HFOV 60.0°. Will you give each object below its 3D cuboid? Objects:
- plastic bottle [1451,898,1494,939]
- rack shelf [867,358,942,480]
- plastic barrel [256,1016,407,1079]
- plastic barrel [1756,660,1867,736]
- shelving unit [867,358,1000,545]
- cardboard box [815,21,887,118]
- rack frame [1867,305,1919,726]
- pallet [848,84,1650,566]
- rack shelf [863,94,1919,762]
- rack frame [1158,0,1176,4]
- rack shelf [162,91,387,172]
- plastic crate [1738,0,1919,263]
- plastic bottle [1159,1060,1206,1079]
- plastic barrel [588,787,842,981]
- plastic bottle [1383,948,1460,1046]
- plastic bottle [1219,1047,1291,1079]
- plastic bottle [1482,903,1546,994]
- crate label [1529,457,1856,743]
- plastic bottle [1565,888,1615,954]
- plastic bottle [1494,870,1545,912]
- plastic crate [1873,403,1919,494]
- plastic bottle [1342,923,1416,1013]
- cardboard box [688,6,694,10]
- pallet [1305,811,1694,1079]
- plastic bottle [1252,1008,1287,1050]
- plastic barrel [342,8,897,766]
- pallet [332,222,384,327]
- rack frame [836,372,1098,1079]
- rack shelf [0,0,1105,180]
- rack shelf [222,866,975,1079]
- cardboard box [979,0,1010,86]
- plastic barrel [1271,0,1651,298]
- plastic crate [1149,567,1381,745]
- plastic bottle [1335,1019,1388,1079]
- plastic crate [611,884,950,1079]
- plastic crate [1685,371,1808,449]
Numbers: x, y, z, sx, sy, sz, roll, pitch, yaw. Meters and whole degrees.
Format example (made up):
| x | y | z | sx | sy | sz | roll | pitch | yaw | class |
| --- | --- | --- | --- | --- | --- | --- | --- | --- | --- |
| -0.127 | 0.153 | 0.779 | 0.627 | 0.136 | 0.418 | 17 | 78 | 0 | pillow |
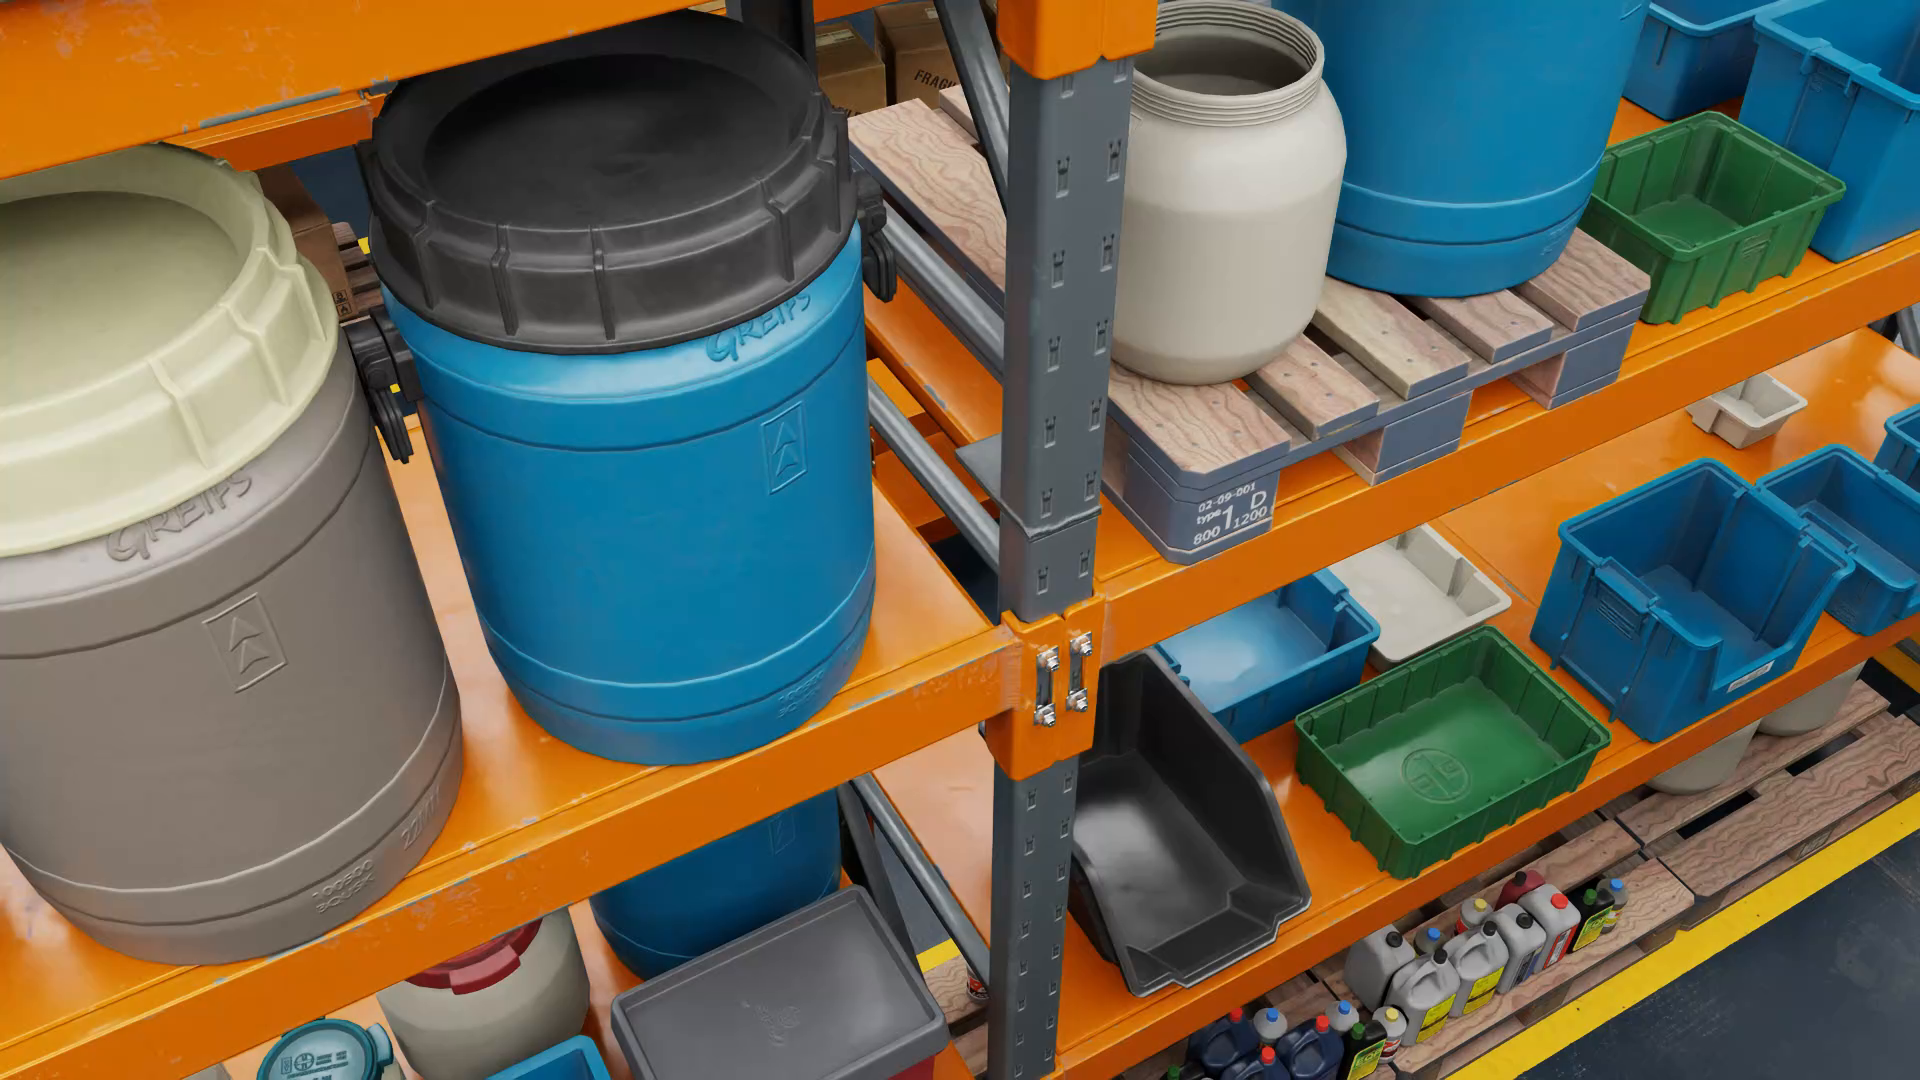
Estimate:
| x | y | z | sx | sy | sz | roll | pitch | yaw | class |
| --- | --- | --- | --- | --- | --- | --- | --- | --- | --- |
| 1.571 | 1.169 | 5.086 | 0.097 | 0.201 | 0.097 | 0 | 44 | 0 | plastic bottle |
| -0.006 | -0.611 | 6.152 | 1.000 | 0.278 | 0.538 | -22 | 48 | -21 | rack shelf |
| -1.316 | 1.174 | 3.486 | 0.301 | 0.262 | 0.301 | 0 | 44 | 0 | plastic barrel |
| 2.844 | 0.387 | 5.683 | 0.421 | 0.512 | 0.421 | 0 | 44 | 0 | plastic barrel |
| -0.006 | -0.401 | 6.356 | 1.048 | 1.125 | 0.538 | -22 | 48 | -21 | shelving unit |
| -0.695 | -2.234 | 8.392 | 0.500 | 0.500 | 0.500 | -18 | 47 | -17 | cardboard box |
| 3.376 | -0.630 | 5.245 | 0.127 | 3.000 | 1.000 | -22 | 48 | -21 | rack frame |
| 0.485 | -0.560 | 3.155 | 1.003 | 0.211 | 1.213 | -22 | 48 | -21 | pallet |
| 1.642 | -0.754 | 3.736 | 4.000 | 0.370 | 1.077 | -22 | 48 | -21 | rack shelf |
| 0.909 | -3.621 | 8.327 | 0.127 | 3.000 | 1.000 | -22 | 48 | -21 | rack frame |
| -4.294 | -1.281 | 6.433 | 4.000 | 0.370 | 1.077 | -22 | 48 | -21 | rack shelf |
| 1.873 | -0.857 | 3.337 | 0.575 | 0.384 | 0.392 | -22 | 48 | -21 | plastic crate |
| 0.616 | 1.536 | 4.648 | 0.133 | 0.283 | 0.061 | -22 | 48 | -21 | plastic bottle |
| -0.578 | 0.529 | 3.691 | 0.708 | 0.901 | 0.600 | -22 | 48 | -21 | plastic barrel |
| 1.347 | 1.308 | 4.834 | 0.185 | 0.351 | 0.144 | -22 | 48 | -21 | plastic bottle |
| 0.814 | 1.521 | 4.615 | 0.185 | 0.351 | 0.144 | -21 | 48 | -20 | plastic bottle |
| 1.650 | 1.211 | 4.989 | 0.135 | 0.276 | 0.152 | -23 | 49 | -22 | plastic bottle |
| 1.915 | 0.159 | 4.407 | 0.616 | 0.435 | 0.502 | -22 | 48 | -21 | crate label |
| 1.910 | 1.140 | 5.056 | 0.133 | 0.283 | 0.061 | -21 | 48 | -20 | plastic bottle |
| 1.716 | 1.096 | 5.102 | 0.133 | 0.283 | 0.061 | -22 | 48 | -21 | plastic bottle |
| 3.091 | -0.222 | 4.932 | 0.616 | 0.251 | 0.499 | -22 | 48 | -21 | plastic crate |
| 1.251 | 1.254 | 4.944 | 0.135 | 0.276 | 0.152 | -22 | 48 | -21 | plastic bottle |
| -1.348 | -2.373 | 7.221 | 0.250 | 0.149 | 0.380 | -22 | 48 | -21 | cardboard box |
| 1.570 | 1.125 | 5.440 | 1.213 | 0.211 | 1.003 | -22 | 48 | -21 | pallet |
| 0.880 | 1.426 | 4.770 | 0.097 | 0.271 | 0.097 | 0 | 44 | 0 | plastic bottle |
| -0.425 | -0.191 | 2.279 | 0.708 | 0.901 | 0.600 | -22 | 48 | -21 | plastic barrel |
| -3.234 | -0.961 | 7.589 | 1.213 | 0.211 | 1.003 | -22 | 48 | -21 | pallet |
| -0.092 | 0.758 | 3.815 | 0.127 | 3.000 | 1.000 | -22 | 48 | -21 | rack frame |
| -1.826 | -0.299 | 1.401 | 4.000 | 0.370 | 1.077 | -22 | 48 | -21 | rack shelf |
| -1.826 | 1.710 | 3.351 | 4.000 | 0.370 | 1.077 | -22 | 48 | -21 | rack shelf |
| 0.359 | -2.668 | 8.839 | 0.500 | 0.500 | 0.500 | -14 | 46 | -14 | cardboard box |
| 0.824 | -0.930 | 2.739 | 0.708 | 0.901 | 0.600 | -22 | 48 | -21 | plastic barrel |
| 0.732 | 0.263 | 4.432 | 0.616 | 0.251 | 0.499 | -22 | 48 | -21 | plastic crate |
| 1.142 | 1.448 | 4.739 | 0.133 | 0.283 | 0.061 | -20 | 48 | -19 | plastic bottle |
| -0.360 | 1.088 | 3.429 | 0.583 | 0.464 | 0.402 | -22 | 48 | -21 | plastic crate |
| 2.440 | -0.419 | 5.217 | 0.250 | 0.136 | 0.298 | -22 | 48 | -21 | plastic crate |
